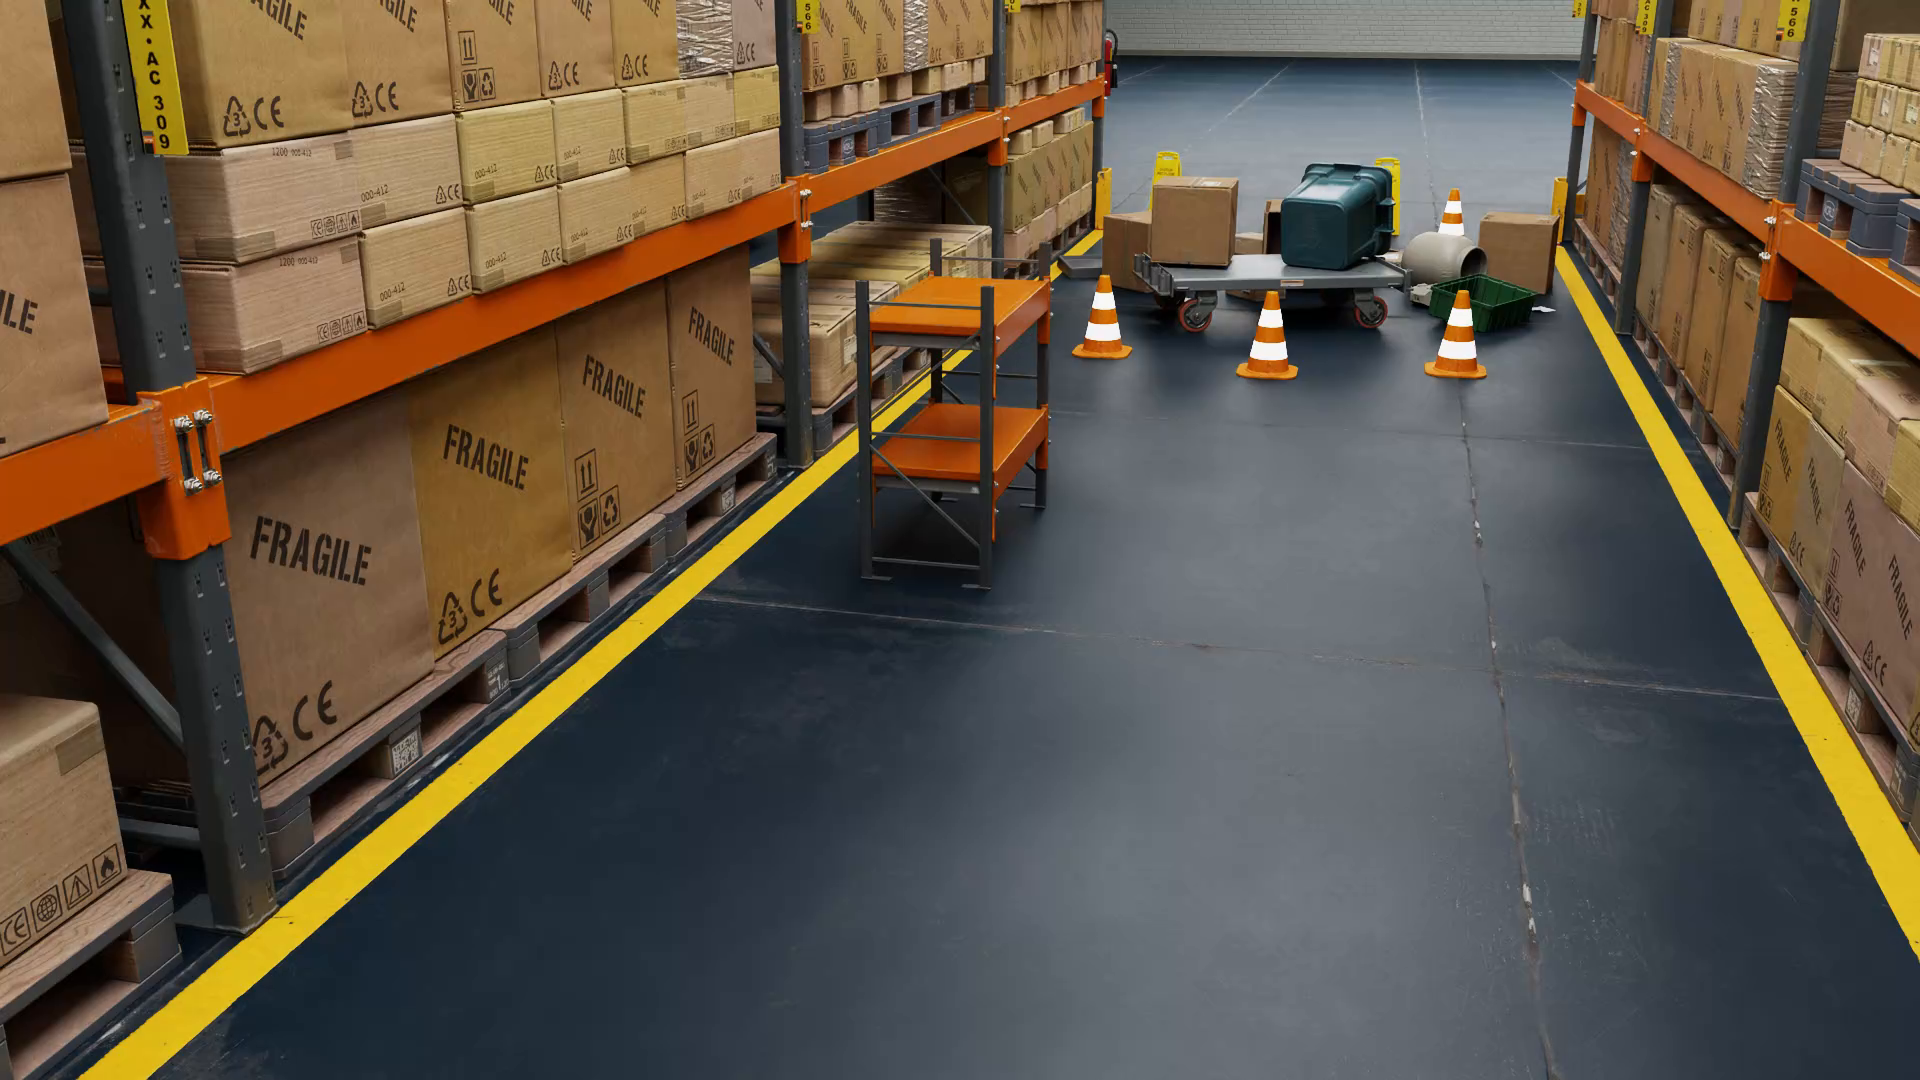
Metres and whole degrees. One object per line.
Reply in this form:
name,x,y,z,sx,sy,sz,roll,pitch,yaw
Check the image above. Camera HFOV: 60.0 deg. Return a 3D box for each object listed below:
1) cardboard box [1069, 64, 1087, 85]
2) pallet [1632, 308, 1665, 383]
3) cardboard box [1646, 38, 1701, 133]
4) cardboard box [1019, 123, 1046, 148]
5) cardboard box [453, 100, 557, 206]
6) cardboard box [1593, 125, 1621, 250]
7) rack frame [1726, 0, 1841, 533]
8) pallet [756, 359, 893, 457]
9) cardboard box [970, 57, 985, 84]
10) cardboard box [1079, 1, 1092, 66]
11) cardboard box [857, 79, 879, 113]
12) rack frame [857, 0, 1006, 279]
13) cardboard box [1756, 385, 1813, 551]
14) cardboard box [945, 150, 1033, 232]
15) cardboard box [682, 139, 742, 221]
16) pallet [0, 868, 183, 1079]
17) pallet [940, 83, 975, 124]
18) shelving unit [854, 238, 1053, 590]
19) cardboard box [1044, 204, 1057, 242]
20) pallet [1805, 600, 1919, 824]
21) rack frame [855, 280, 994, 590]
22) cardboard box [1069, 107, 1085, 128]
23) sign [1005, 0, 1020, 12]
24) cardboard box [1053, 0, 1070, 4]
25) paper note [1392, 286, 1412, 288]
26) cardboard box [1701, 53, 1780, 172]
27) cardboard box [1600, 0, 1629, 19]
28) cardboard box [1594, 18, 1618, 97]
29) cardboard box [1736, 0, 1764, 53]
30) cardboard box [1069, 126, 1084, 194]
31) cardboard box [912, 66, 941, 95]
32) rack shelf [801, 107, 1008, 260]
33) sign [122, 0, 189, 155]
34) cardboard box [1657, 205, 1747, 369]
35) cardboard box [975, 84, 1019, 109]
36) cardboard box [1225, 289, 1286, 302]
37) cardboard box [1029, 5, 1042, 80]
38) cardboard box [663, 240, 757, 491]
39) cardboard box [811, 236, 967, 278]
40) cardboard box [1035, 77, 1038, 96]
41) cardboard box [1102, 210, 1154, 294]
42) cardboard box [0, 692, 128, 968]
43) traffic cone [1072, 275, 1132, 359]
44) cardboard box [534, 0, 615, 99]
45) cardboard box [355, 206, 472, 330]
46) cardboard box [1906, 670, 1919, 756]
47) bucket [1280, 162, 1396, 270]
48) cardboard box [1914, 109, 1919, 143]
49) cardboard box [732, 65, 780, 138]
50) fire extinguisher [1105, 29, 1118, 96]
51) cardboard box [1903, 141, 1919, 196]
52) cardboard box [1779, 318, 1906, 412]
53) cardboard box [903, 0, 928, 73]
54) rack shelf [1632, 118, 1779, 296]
cardboard box,0.821,-3.795,13.547,0.380,0.149,0.250,5,19,14
pallet,4.508,-1.118,9.634,1.003,0.211,1.213,5,19,13
cardboard box,4.234,-2.589,9.472,0.500,0.500,0.500,5,19,14
cardboard box,0.418,-2.963,12.163,0.380,0.149,0.250,5,20,15
cardboard box,-1.525,-1.140,4.843,0.500,0.250,0.500,5,19,14
cardboard box,5.286,-2.638,12.409,0.875,0.875,0.875,4,19,13
rack frame,3.646,-1.431,6.238,1.000,3.000,0.127,5,19,13
pallet,-0.986,-0.716,8.457,1.003,0.211,1.213,5,19,13
cardboard box,-0.059,-2.941,10.397,0.380,0.149,0.250,5,19,14
cardboard box,0.784,-4.138,13.546,0.500,0.500,0.500,5,19,14
cardboard box,-0.618,-2.210,8.257,0.380,0.149,0.250,5,19,14
rack frame,-0.201,-3.044,10.960,1.000,3.000,0.127,5,19,13
cardboard box,3.226,-0.246,5.984,0.500,0.500,0.500,4,19,11
cardboard box,0.205,-2.460,11.695,0.500,0.500,0.500,6,20,16
cardboard box,-1.160,-1.379,6.317,0.500,0.250,0.500,5,19,14
pallet,-2.417,1.015,3.390,1.003,0.211,1.213,5,19,13
pallet,-0.529,-2.726,10.323,1.003,0.211,1.213,5,19,13
shelving unit,-0.002,-0.530,6.500,0.538,1.125,1.048,5,19,13
cardboard box,0.452,-2.440,12.796,0.500,0.250,0.500,4,19,13
pallet,3.154,0.514,4.856,1.003,0.211,1.213,5,19,13
rack frame,-0.126,-0.371,6.033,0.500,1.125,0.032,5,19,13
cardboard box,0.809,-3.465,13.633,0.380,0.149,0.250,5,20,15
sign,0.338,-3.550,10.648,0.100,0.325,0.005,5,19,13
cardboard box,0.412,-4.140,12.006,0.700,0.500,0.500,4,19,12
paper note,3.181,-1.847,12.059,0.172,0.023,0.155,12,22,32
cardboard box,3.741,-1.954,7.613,0.500,0.500,0.500,4,19,12
cardboard box,5.159,-4.063,12.040,0.875,0.550,0.550,5,19,13
cardboard box,5.182,-3.550,12.209,0.875,0.550,0.550,5,19,13
cardboard box,4.136,-2.572,7.875,0.700,0.500,0.500,4,19,13
cardboard box,0.709,-3.115,13.611,0.500,0.500,0.500,5,20,15
cardboard box,-0.322,-2.623,9.464,0.380,0.149,0.250,5,19,13
rack shelf,-0.690,-2.077,9.241,1.077,0.370,4.000,5,19,13
sign,-1.617,-0.941,3.339,0.100,0.325,0.005,5,19,13
cardboard box,4.320,-1.316,8.729,1.050,0.750,0.750,5,19,13
cardboard box,0.187,-2.999,11.216,0.380,0.149,0.250,5,19,13
cardboard box,2.079,-1.836,11.653,0.258,0.266,0.396,-9,21,-24
cardboard box,0.277,-3.508,11.701,0.500,0.500,0.500,5,19,13
cardboard box,-1.428,-0.774,6.951,0.875,0.875,0.875,4,19,13
cardboard box,-0.499,-1.609,10.175,0.950,0.372,0.625,6,20,17
cardboard box,0.363,-3.329,12.181,0.380,0.149,0.250,5,19,13
cardboard box,1.380,-2.091,12.032,0.500,0.500,0.500,-13,23,-34
cardboard box,-2.413,0.665,3.414,0.875,0.438,0.875,4,19,13
traffic cone,0.854,-1.345,9.909,0.336,0.463,0.334,5,19,13
cardboard box,-1.427,-1.654,5.187,0.500,0.500,0.500,4,19,12
cardboard box,-1.667,-0.745,4.461,0.500,0.250,0.500,4,19,12
cardboard box,2.731,0.394,4.112,0.500,0.500,0.500,4,19,12
bucket,2.421,-2.080,10.850,0.726,0.611,0.620,12,32,32
cardboard box,3.146,-1.268,5.039,0.380,0.149,0.250,5,19,14
cardboard box,-1.050,-1.784,6.730,0.500,0.250,0.500,5,19,13
fire extinguisher,1.251,-4.261,14.642,0.296,0.674,0.183,5,19,13
cardboard box,3.146,-1.134,5.105,0.380,0.149,0.250,6,20,16
cardboard box,3.243,-0.605,5.876,0.500,0.250,0.500,4,19,11
cardboard box,-0.470,-2.787,8.943,0.500,0.500,0.500,4,19,11
rack shelf,4.135,-1.718,8.189,1.077,0.370,4.000,5,19,13
